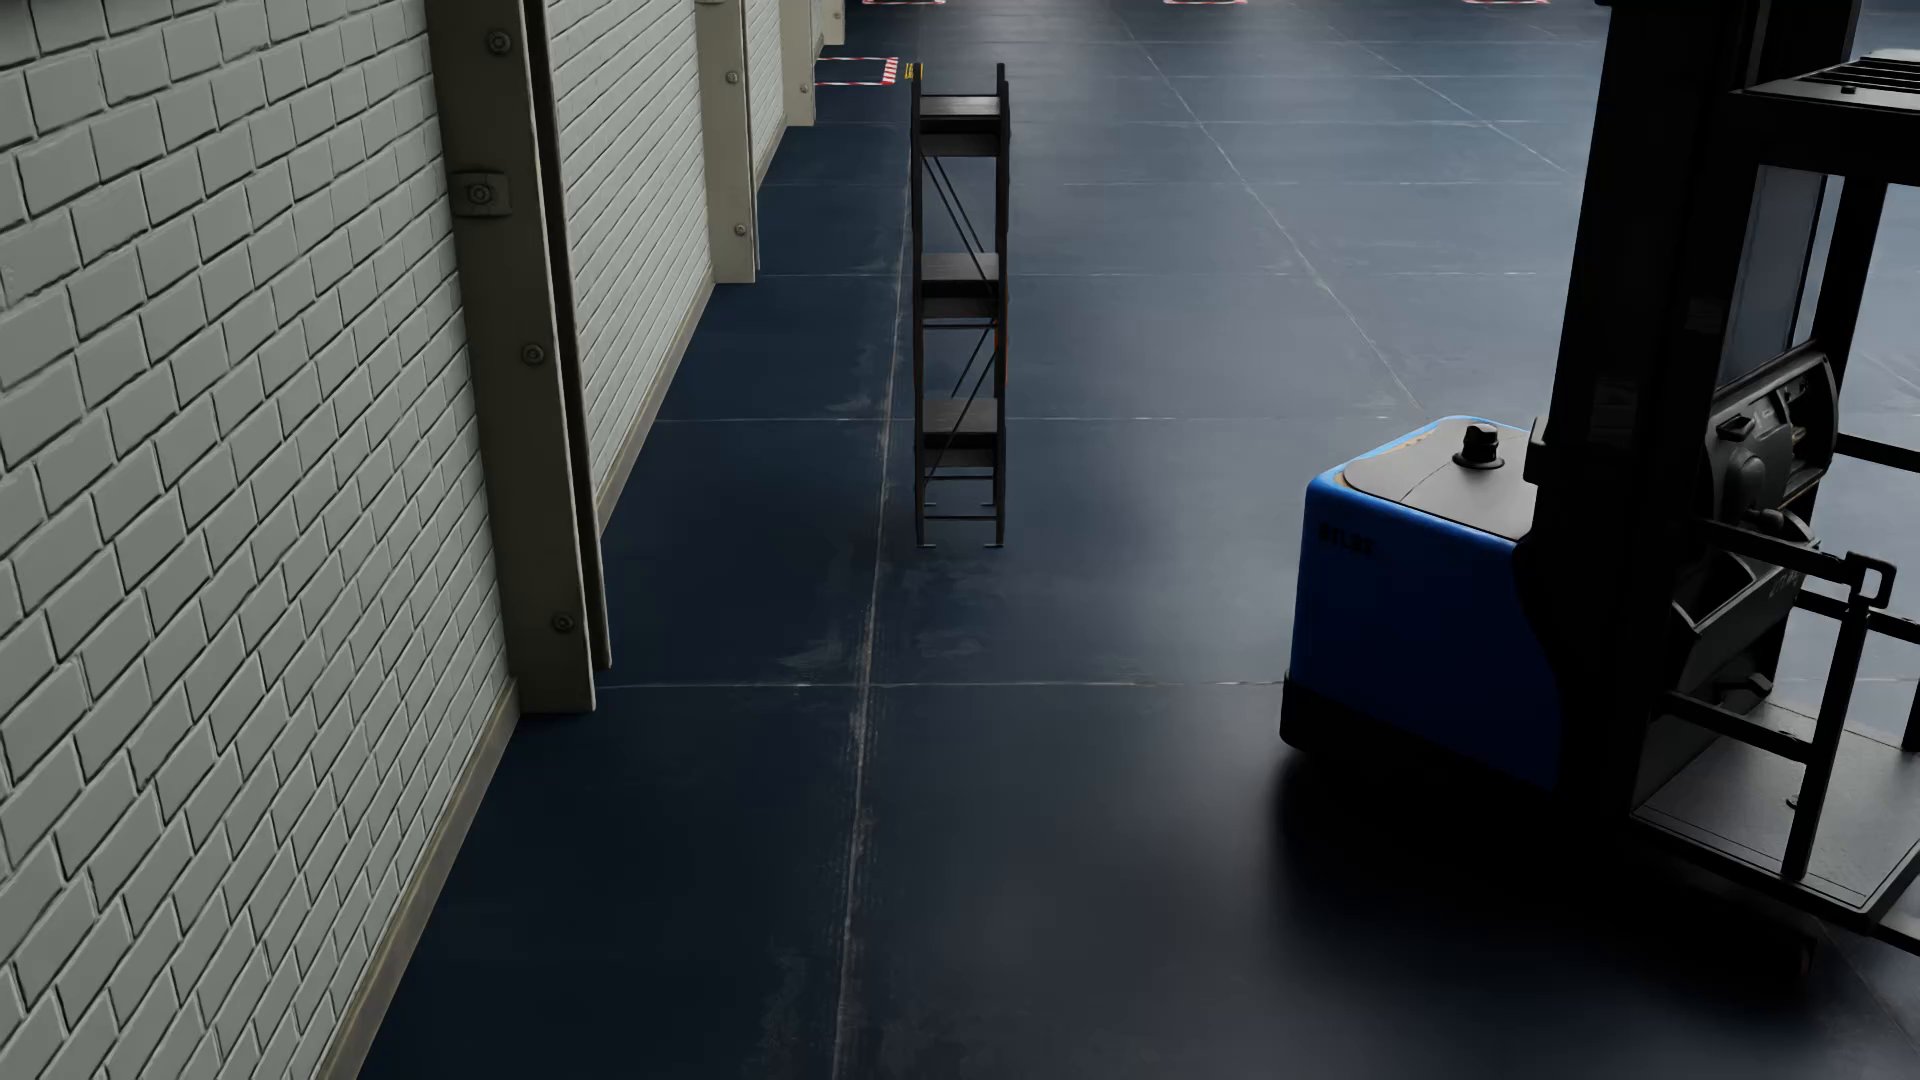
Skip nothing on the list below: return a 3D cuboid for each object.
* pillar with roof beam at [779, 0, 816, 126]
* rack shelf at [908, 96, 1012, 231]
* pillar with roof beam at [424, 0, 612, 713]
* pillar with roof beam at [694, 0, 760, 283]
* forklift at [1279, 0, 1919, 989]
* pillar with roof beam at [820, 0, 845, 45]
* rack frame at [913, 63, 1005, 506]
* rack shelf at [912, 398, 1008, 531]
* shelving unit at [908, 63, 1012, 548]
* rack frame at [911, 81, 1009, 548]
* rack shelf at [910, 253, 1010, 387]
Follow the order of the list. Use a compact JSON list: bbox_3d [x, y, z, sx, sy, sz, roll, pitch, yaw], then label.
[{"bbox_3d":[2.627,-8.493,15.608,9.100,9.000,0.400,0,24,-1],"label":"pillar with roof beam"},{"bbox_3d":[-0.002,-1.650,7.185,0.431,0.518,0.480,0,24,-1],"label":"rack shelf"},{"bbox_3d":[2.758,-3.548,4.675,9.100,9.000,0.400,0,24,-1],"label":"pillar with roof beam"},{"bbox_3d":[2.693,-6.021,10.142,9.100,9.000,0.400,0,24,-1],"label":"pillar with roof beam"},{"bbox_3d":[2.548,-0.270,4.789,1.130,2.935,3.031,-22,32,-40],"label":"forklift"},{"bbox_3d":[2.562,-10.965,21.075,9.100,9.000,0.400,0,24,-1],"label":"pillar with roof beam"},{"bbox_3d":[-0.004,-1.125,7.690,0.400,2.100,0.015,0,24,-1],"label":"rack frame"},{"bbox_3d":[-0.002,-0.375,7.762,0.431,0.518,0.480,0,24,-1],"label":"rack shelf"},{"bbox_3d":[-0.002,-1.025,7.468,0.431,2.100,0.503,0,24,-1],"label":"shelving unit"},{"bbox_3d":[0.001,-0.924,7.246,0.400,2.100,0.015,0,24,-1],"label":"rack frame"},{"bbox_3d":[-0.002,-1.012,7.474,0.431,0.518,0.480,0,24,-1],"label":"rack shelf"}]
